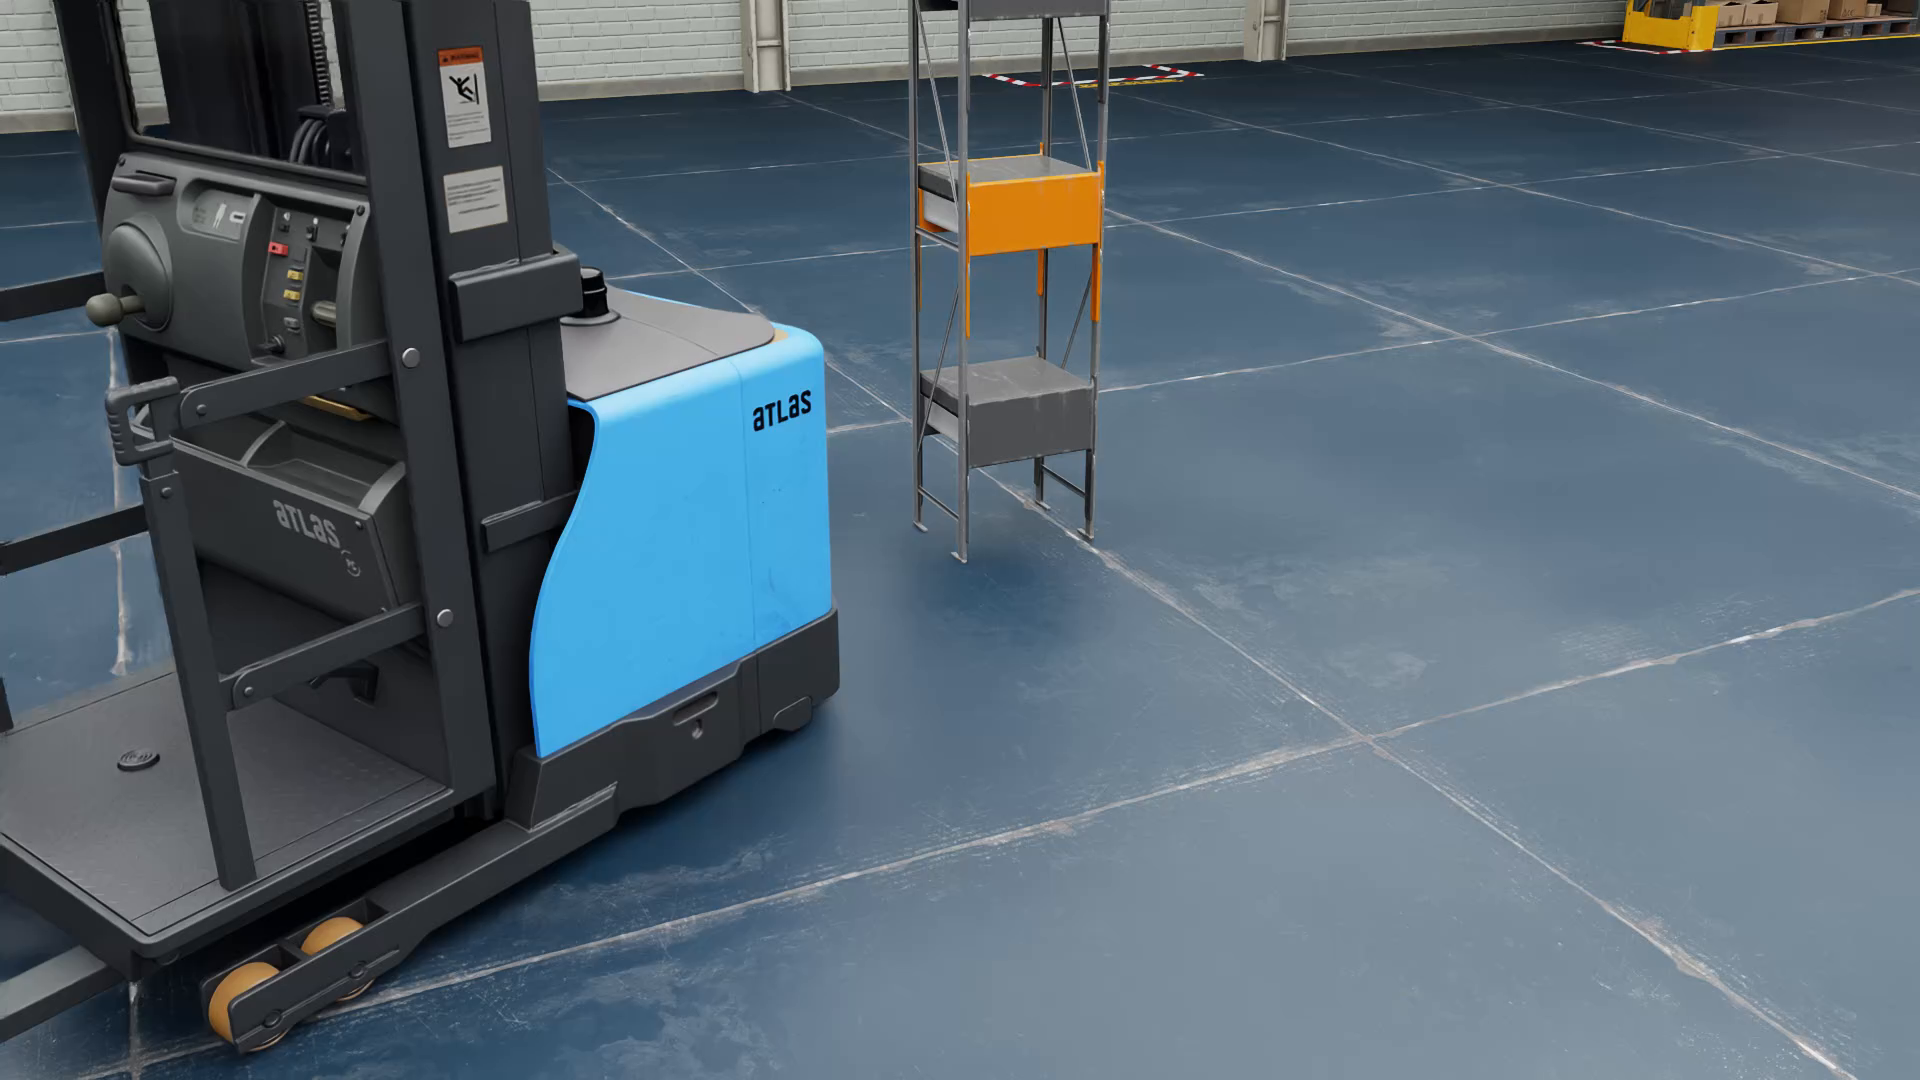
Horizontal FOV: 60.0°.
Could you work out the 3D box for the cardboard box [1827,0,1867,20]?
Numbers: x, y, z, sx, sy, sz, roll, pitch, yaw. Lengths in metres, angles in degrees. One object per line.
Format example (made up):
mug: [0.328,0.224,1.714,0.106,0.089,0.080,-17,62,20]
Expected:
cardboard box: [11.316,-6.996,21.423,0.500,0.500,0.500,-12,26,-28]

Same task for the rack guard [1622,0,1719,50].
rack guard: [8.698,-6.328,20.384,0.348,0.500,1.175,-10,25,-24]

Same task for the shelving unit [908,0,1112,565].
shelving unit: [0.149,-0.998,5.415,0.503,2.100,0.431,-10,25,-24]

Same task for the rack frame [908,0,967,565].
rack frame: [-0.071,-0.957,5.317,0.015,2.100,0.400,-10,25,-24]

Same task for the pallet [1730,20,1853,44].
pallet: [10.543,-6.518,21.220,1.213,0.211,1.003,-10,25,-24]

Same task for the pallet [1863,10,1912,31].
pallet: [12.935,-6.975,22.325,1.213,0.211,1.003,-10,25,-24]

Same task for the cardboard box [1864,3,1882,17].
cardboard box: [11.765,-6.929,21.697,0.250,0.166,0.380,-14,26,-30]

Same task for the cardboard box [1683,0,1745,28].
cardboard box: [9.292,-6.515,20.508,0.500,0.311,0.500,-14,26,-30]

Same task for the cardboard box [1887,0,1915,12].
cardboard box: [12.890,-7.310,22.181,0.500,0.500,0.700,-10,24,-22]

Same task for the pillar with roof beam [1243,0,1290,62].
pillar with roof beam: [5.346,-8.178,13.740,0.400,9.000,9.100,-10,25,-24]

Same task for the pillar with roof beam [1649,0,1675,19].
pillar with roof beam: [10.752,-9.173,16.144,0.400,9.000,9.100,-10,25,-24]

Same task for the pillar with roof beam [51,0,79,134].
pillar with roof beam: [-5.467,-6.187,8.931,0.400,9.000,9.100,-10,25,-24]

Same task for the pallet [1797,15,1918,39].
pallet: [11.644,-6.722,21.713,1.213,0.211,1.003,-10,25,-24]

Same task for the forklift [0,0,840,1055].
forklift: [-1.625,-0.555,3.258,1.130,2.935,3.031,16,28,34]

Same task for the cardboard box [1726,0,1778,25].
cardboard box: [9.806,-6.610,20.736,0.500,0.311,0.500,-8,24,-19]

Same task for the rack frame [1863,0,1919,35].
rack frame: [12.234,-8.134,21.478,0.127,3.000,1.000,-10,25,-24]

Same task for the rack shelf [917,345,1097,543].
rack shelf: [0.149,-0.338,5.688,0.480,0.518,0.431,-10,25,-24]

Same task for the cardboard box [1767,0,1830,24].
cardboard box: [10.488,-6.802,20.952,0.500,0.500,0.700,-12,25,-27]

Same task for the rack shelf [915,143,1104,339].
rack shelf: [0.149,-0.985,5.420,0.480,0.518,0.431,-10,25,-24]

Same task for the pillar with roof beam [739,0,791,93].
pillar with roof beam: [-0.061,-7.182,11.336,0.400,9.000,9.100,-10,25,-24]

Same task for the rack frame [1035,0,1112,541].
rack frame: [0.369,-1.038,5.513,0.015,2.100,0.400,-10,25,-24]

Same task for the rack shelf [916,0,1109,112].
rack shelf: [0.149,-1.632,5.152,0.480,0.518,0.431,-10,25,-24]

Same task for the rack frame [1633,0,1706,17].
rack frame: [8.629,-7.470,19.875,0.127,3.000,1.000,-10,25,-24]

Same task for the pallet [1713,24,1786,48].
pallet: [9.445,-6.317,20.735,1.213,0.211,1.003,-10,25,-24]
